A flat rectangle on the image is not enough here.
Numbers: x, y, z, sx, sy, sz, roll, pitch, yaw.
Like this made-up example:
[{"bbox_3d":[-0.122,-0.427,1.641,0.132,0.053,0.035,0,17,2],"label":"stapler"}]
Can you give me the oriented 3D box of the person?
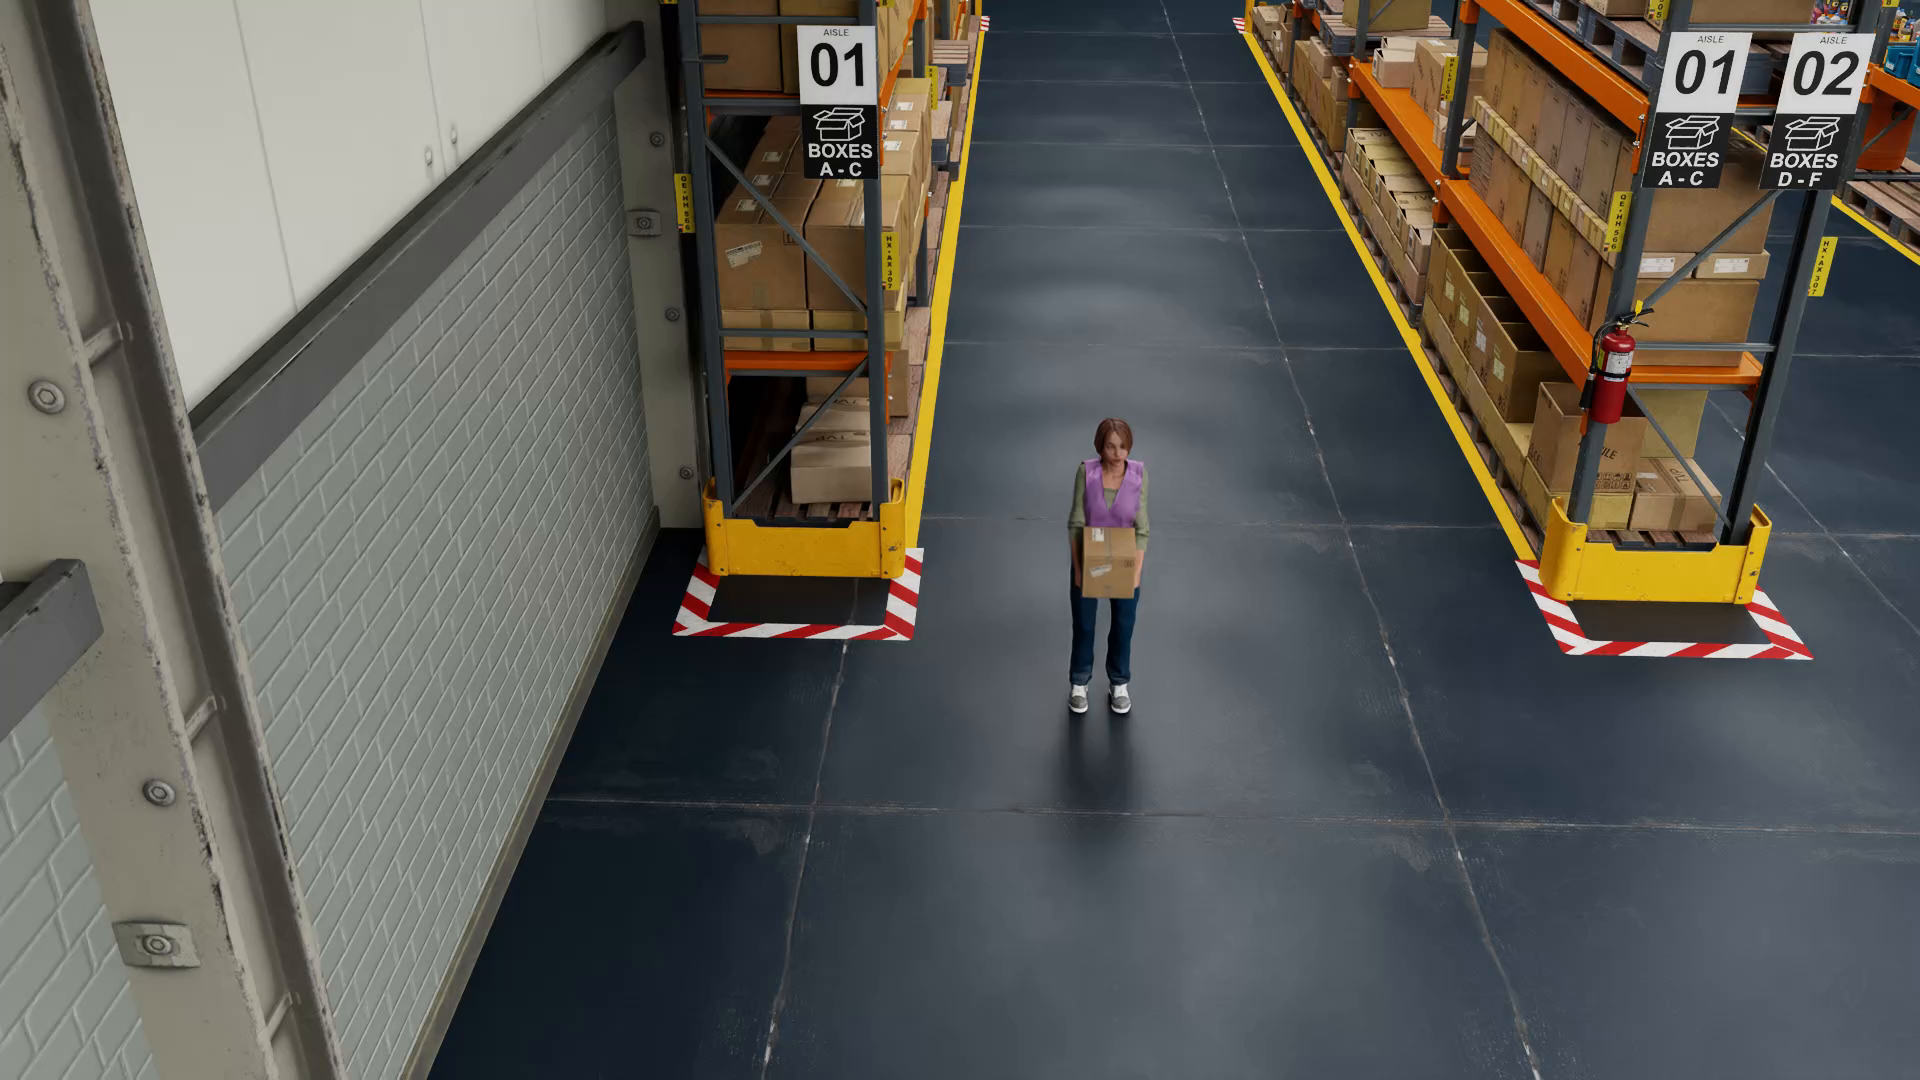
[{"bbox_3d":[0.732,0.176,8.313,0.404,1.594,0.494,1,28,3],"label":"person"}]
